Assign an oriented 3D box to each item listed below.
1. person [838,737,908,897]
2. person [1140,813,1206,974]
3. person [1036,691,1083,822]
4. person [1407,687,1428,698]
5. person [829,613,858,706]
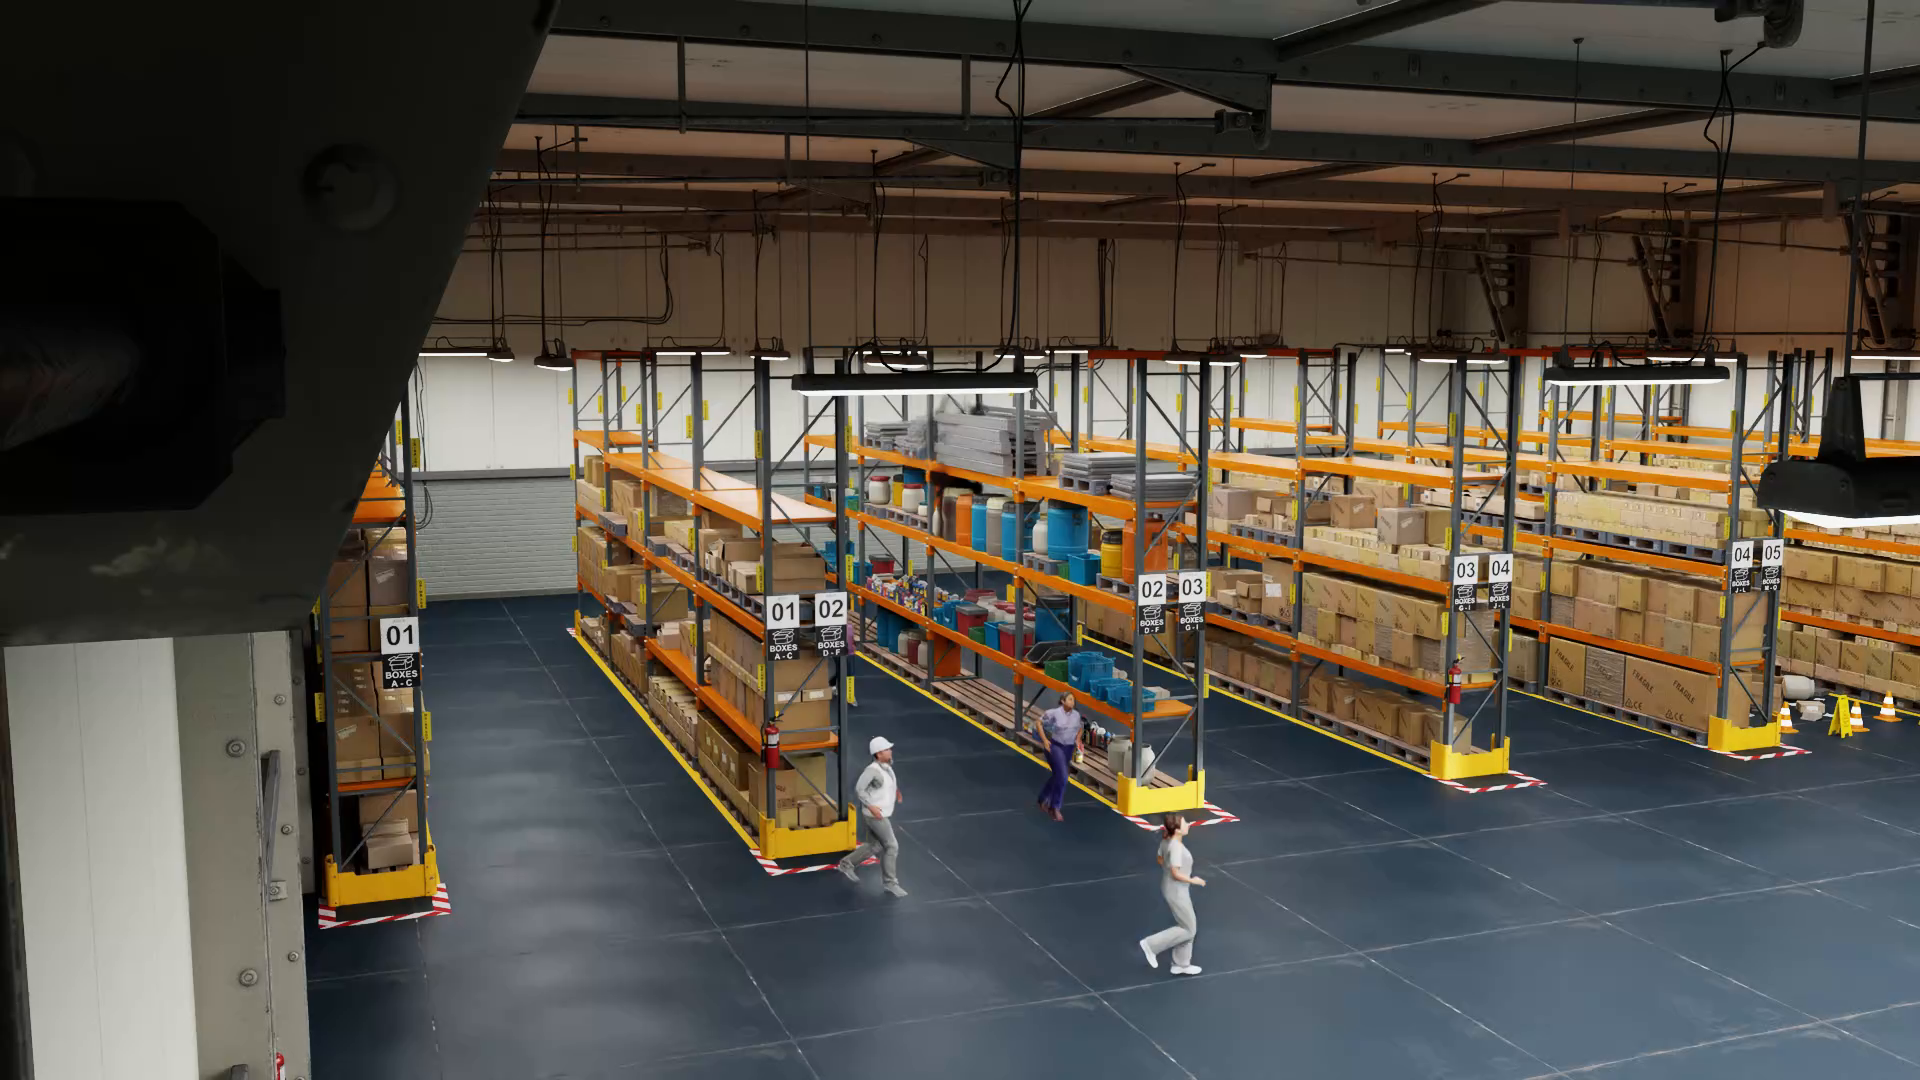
[{"bbox_3d":[-0.985,3.117,18.895,0.837,1.807,0.666,1,7,8],"label":"person"},{"bbox_3d":[2.086,3.489,16.423,0.639,1.628,0.563,-1,7,-6],"label":"person"},{"bbox_3d":[1.333,2.826,21.937,0.605,1.687,0.663,-6,9,-39],"label":"person"},{"bbox_3d":[8.058,1.905,28.881,0.639,1.718,0.651,-4,8,-28],"label":"person"},{"bbox_3d":[-2.005,1.991,28.526,0.538,1.605,0.877,-4,8,-31],"label":"person"}]
